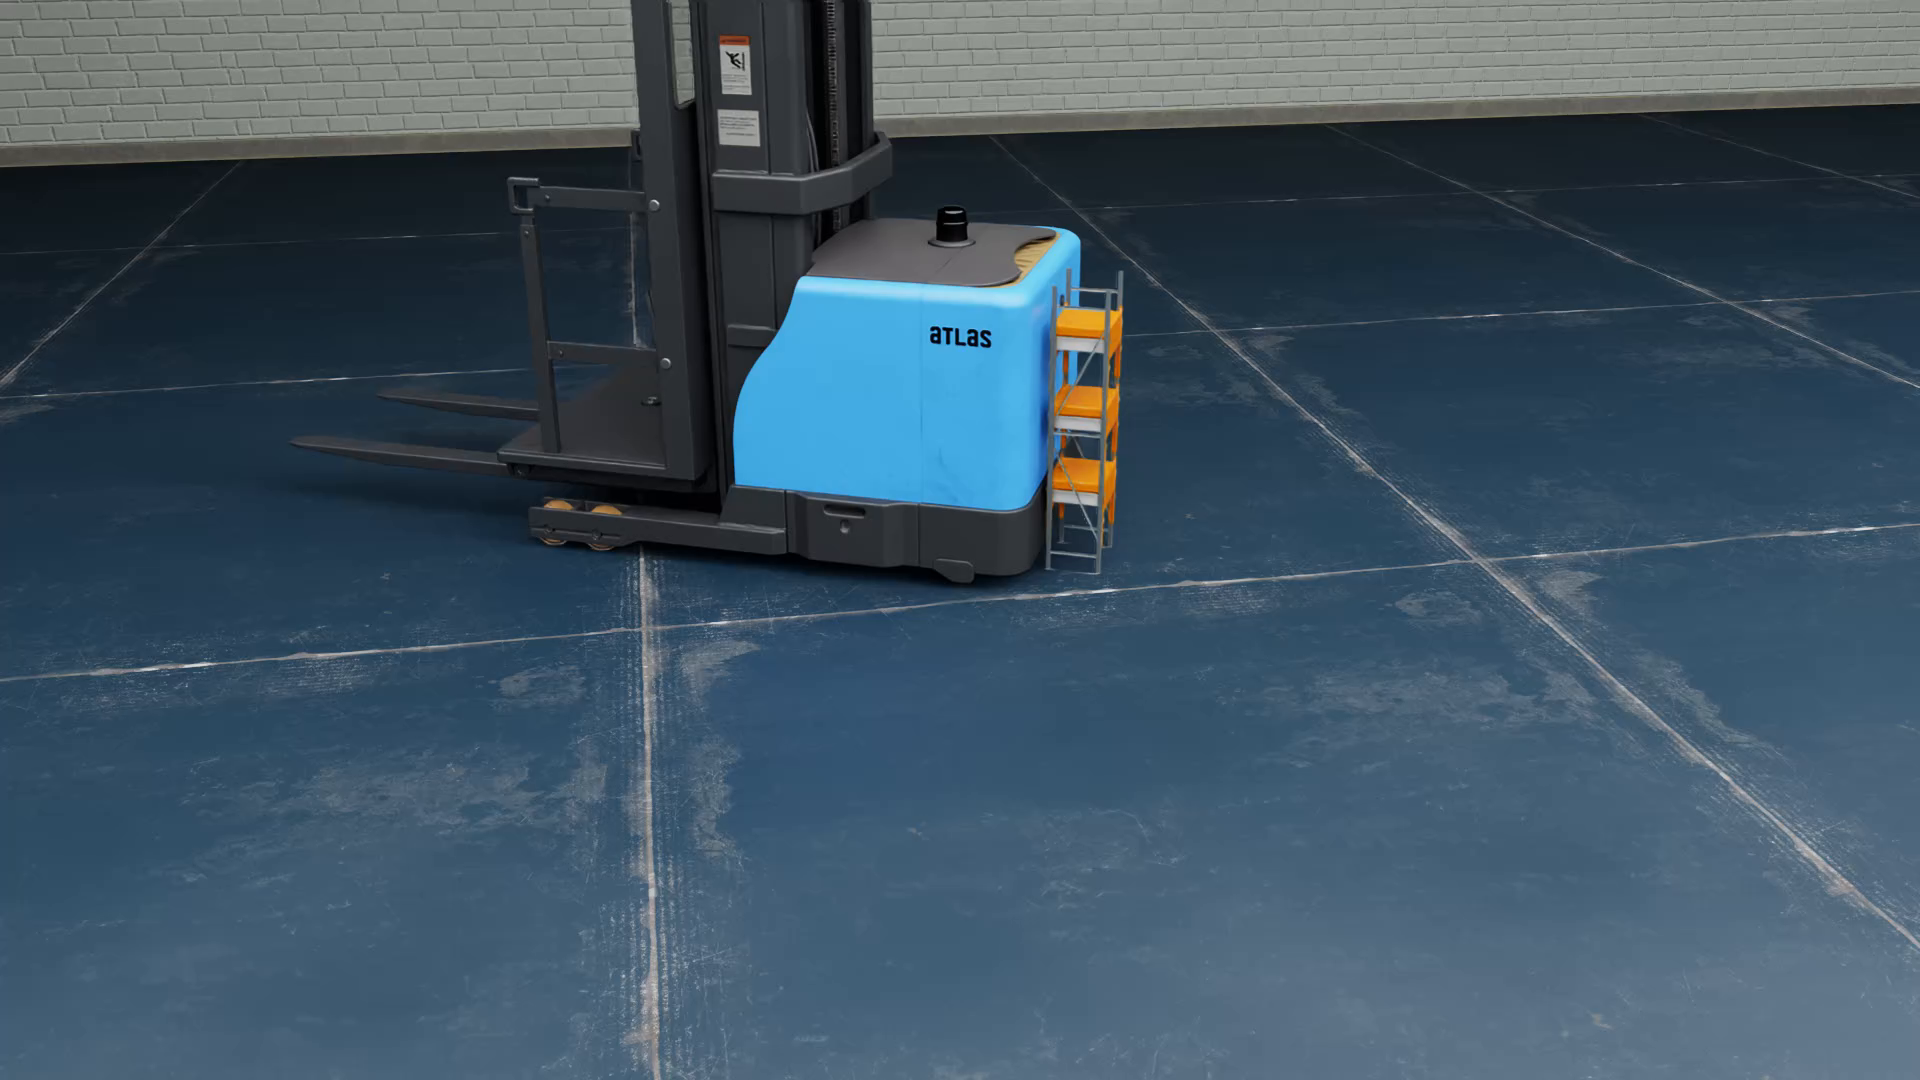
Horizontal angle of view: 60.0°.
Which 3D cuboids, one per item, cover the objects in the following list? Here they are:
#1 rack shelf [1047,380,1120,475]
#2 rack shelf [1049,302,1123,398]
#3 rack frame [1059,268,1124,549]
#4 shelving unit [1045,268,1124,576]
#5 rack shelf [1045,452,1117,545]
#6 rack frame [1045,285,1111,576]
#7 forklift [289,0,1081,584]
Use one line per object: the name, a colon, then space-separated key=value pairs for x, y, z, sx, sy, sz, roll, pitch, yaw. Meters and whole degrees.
rack shelf: x=0.437 y=-0.401 z=5.882 sx=0.215 sy=0.259 sz=0.240 roll=6 pitch=24 yaw=13
rack shelf: x=0.438 y=-0.661 z=5.769 sx=0.215 sy=0.259 sz=0.240 roll=6 pitch=24 yaw=13
rack frame: x=0.468 y=-0.458 z=5.986 sx=0.200 sy=1.050 sz=0.008 roll=6 pitch=24 yaw=13
shelving unit: x=0.437 y=-0.411 z=5.878 sx=0.215 sy=1.050 sz=0.252 roll=6 pitch=24 yaw=13
rack shelf: x=0.437 y=-0.146 z=5.994 sx=0.215 sy=0.259 sz=0.240 roll=6 pitch=24 yaw=13
rack frame: x=0.406 y=-0.363 z=5.770 sx=0.200 sy=1.050 sz=0.008 roll=6 pitch=24 yaw=13
forklift: x=-1.108 y=-1.499 z=6.020 sx=3.031 sy=2.935 sz=1.130 roll=6 pitch=24 yaw=13
